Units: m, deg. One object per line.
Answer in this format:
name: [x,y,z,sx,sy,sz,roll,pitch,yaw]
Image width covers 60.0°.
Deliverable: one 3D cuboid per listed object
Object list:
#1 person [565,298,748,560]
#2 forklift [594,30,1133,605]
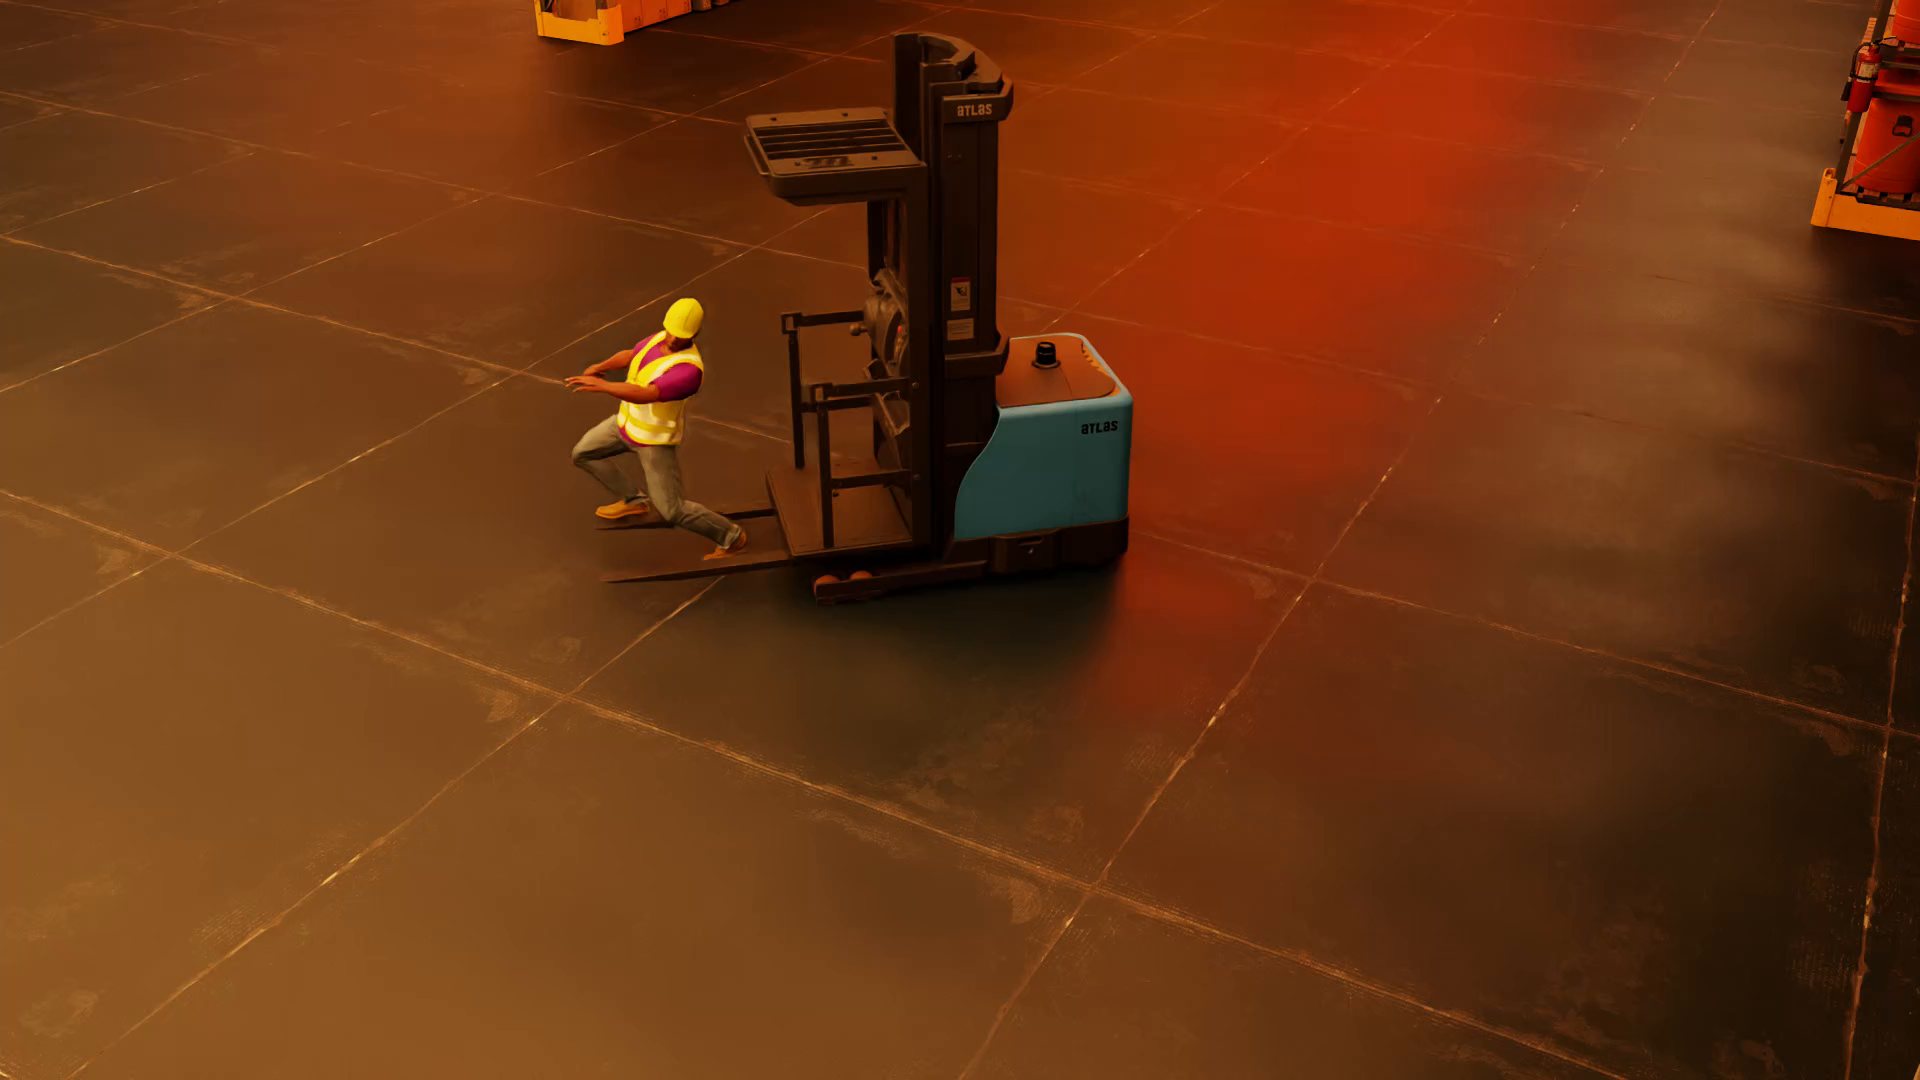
person: [-1.883,-0.639,9.482,0.901,1.605,1.016,-21,36,-32]
forklift: [-0.592,-1.193,9.138,3.031,2.935,1.130,-7,31,-12]
